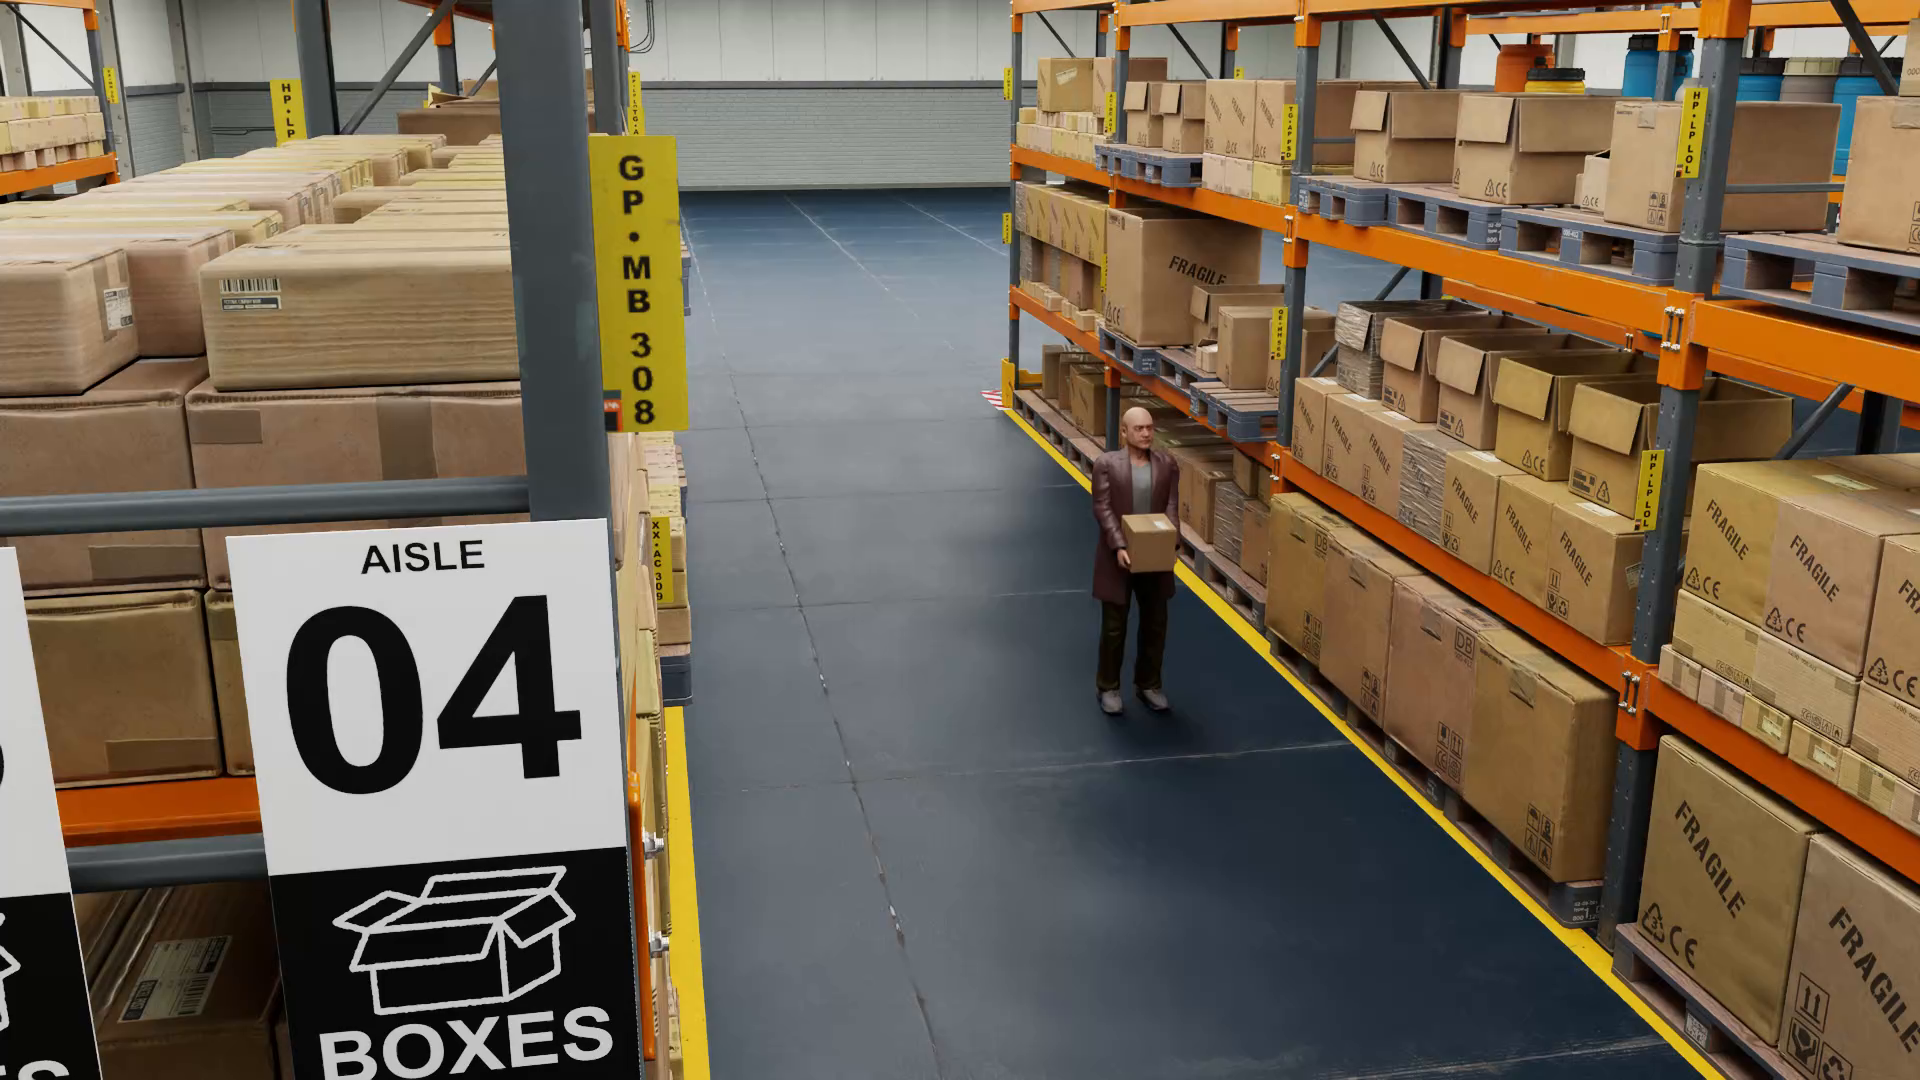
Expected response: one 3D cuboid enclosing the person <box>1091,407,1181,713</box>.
[{"bbox_3d":[1.035,0.142,9.579,0.529,1.770,0.563,-3,16,-10],"label":"person"}]
